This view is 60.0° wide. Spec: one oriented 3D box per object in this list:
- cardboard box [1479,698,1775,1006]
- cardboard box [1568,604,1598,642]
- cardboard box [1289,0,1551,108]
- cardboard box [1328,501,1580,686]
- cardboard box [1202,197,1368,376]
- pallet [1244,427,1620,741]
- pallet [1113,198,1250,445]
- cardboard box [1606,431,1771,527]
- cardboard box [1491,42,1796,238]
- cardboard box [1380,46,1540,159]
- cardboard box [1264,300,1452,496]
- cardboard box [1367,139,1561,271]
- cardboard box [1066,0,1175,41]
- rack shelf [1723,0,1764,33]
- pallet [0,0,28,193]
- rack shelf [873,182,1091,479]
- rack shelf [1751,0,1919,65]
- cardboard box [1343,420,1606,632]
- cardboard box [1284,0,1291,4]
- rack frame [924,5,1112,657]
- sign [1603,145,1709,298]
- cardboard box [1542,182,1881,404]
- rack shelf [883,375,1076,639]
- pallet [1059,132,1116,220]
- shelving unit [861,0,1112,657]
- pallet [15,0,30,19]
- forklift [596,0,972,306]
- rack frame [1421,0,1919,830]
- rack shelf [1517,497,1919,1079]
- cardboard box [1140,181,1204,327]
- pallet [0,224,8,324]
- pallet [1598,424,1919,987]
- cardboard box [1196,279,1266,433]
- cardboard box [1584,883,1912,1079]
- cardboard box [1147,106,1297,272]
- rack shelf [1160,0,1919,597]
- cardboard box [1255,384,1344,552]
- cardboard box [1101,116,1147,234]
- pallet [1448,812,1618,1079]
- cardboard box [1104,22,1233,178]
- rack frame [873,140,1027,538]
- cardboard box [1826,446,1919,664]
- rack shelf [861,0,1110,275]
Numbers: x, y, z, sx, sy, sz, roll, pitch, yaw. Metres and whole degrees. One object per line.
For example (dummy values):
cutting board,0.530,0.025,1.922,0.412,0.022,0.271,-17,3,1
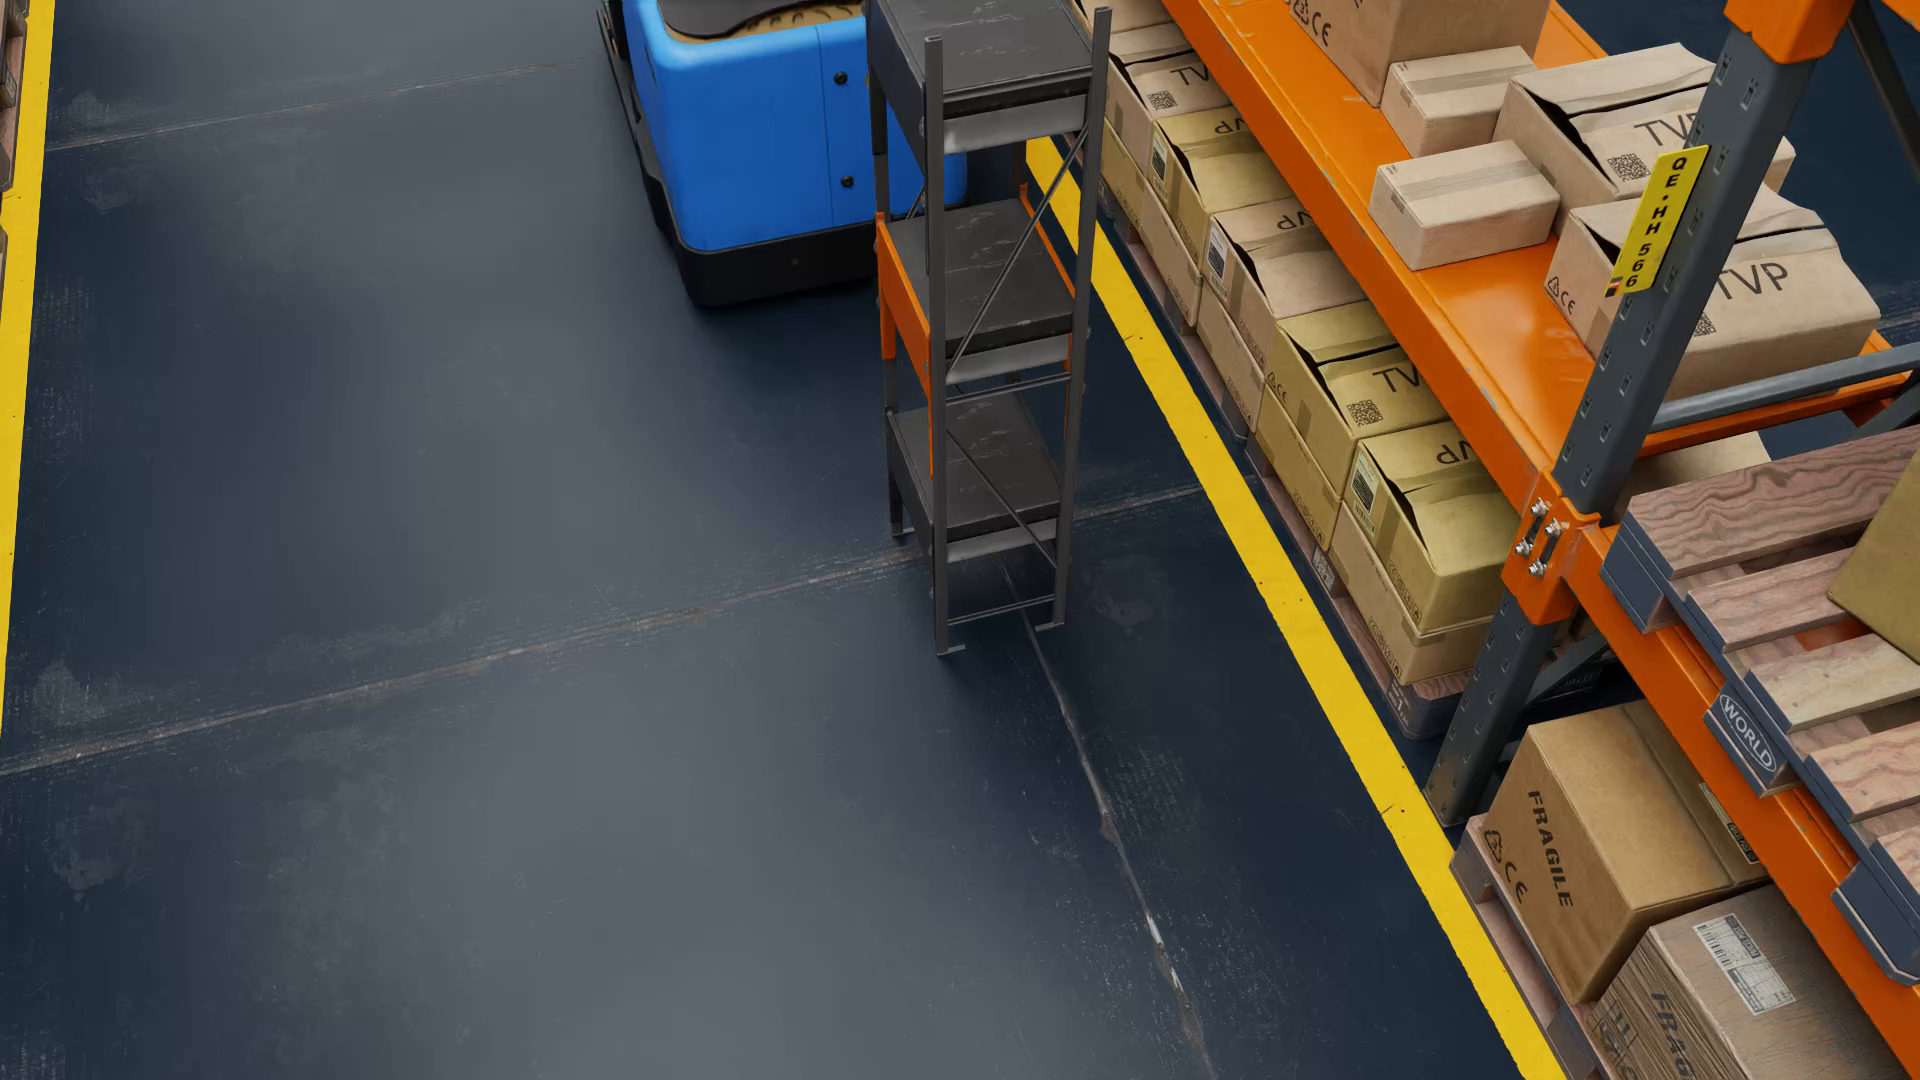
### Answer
cardboard box,1.649,0.734,4.016,0.500,0.500,0.500,-11,51,-9
cardboard box,1.913,-0.025,4.833,0.500,0.250,0.500,-13,51,-11
cardboard box,1.275,-1.581,4.555,0.500,0.500,0.500,-16,52,-13
cardboard box,1.398,0.095,4.732,0.500,0.250,0.500,-12,51,-10
cardboard box,1.090,-0.831,5.146,0.500,0.311,0.500,-14,51,-11
pallet,1.581,-0.038,5.144,1.003,0.211,1.213,-13,51,-11
pallet,1.224,-0.928,5.894,1.003,0.211,1.213,-13,51,-11
cardboard box,1.913,-0.206,4.618,0.500,0.311,0.500,-12,51,-10
cardboard box,1.708,-0.995,4.185,0.500,0.311,0.500,-14,51,-11
cardboard box,1.356,-1.164,4.434,0.380,0.149,0.250,-10,51,-8
cardboard box,1.237,-0.462,4.834,0.500,0.311,0.500,-14,51,-12
cardboard box,1.257,-0.840,4.161,0.380,0.149,0.250,-13,51,-11
cardboard box,0.631,-1.953,6.092,0.500,0.311,0.500,-14,51,-11
rack shelf,1.196,-2.522,3.923,1.077,0.370,4.000,-13,51,-11
pallet,-4.288,-1.732,6.572,1.003,0.211,1.213,-13,51,-11
rack shelf,0.049,-0.547,4.356,0.431,0.518,0.480,-13,51,-11
rack shelf,2.379,0.399,1.460,1.077,0.370,4.000,-13,51,-11
cardboard box,1.397,-0.083,4.515,0.500,0.311,0.500,-12,51,-10
cardboard box,1.120,-1.965,4.879,0.500,0.500,0.500,-13,51,-11
rack frame,0.121,-0.378,4.195,0.400,2.100,0.015,-13,51,-11
sign,1.258,-0.572,3.013,0.100,0.325,0.005,-13,51,-11
cardboard box,1.721,-0.574,3.830,0.500,0.311,0.500,-10,51,-9
rack shelf,0.049,-0.096,4.891,0.431,0.518,0.480,-13,51,-11
pallet,0.859,-1.820,6.646,1.003,0.211,1.213,-13,51,-11
shelving unit,0.049,-0.556,4.345,0.431,2.100,0.503,-13,51,-11
pallet,-4.652,-2.625,7.325,1.003,0.211,1.213,-13,51,-11
forklift,-0.876,-2.924,5.798,1.130,2.935,3.031,-13,51,-11
rack frame,1.787,-0.327,3.564,1.000,3.000,0.127,-13,51,-11
rack shelf,2.379,1.366,2.607,1.077,0.370,4.000,-13,51,-11
cardboard box,0.942,-1.024,5.675,0.500,0.250,0.500,-12,51,-10
pallet,-3.859,-0.667,5.675,1.003,0.211,1.213,-13,51,-11
pallet,2.055,0.214,3.233,1.213,0.211,1.003,-13,51,-11
cardboard box,1.097,-0.649,5.359,0.500,0.250,0.500,-12,51,-10
cardboard box,1.809,1.115,3.695,0.500,0.500,0.500,-15,51,-12
cardboard box,0.944,-1.197,5.454,0.500,0.311,0.500,-12,51,-10
rack shelf,1.196,-1.556,5.070,1.077,0.370,4.000,-13,51,-11
cardboard box,1.243,-0.281,5.048,0.500,0.250,0.500,-14,51,-11
cardboard box,0.792,-1.395,5.988,0.500,0.250,0.500,-15,51,-12
pallet,1.972,1.126,4.163,1.003,0.211,1.213,-13,51,-11
cardboard box,0.786,-1.575,5.773,0.500,0.311,0.500,-15,51,-12
rack frame,-0.023,-0.734,4.496,0.400,2.100,0.015,-13,51,-11
cardboard box,2.081,-0.060,2.998,0.700,0.500,0.500,-30,56,-23
rack shelf,0.049,-0.998,3.821,0.431,0.518,0.480,-13,51,-11
